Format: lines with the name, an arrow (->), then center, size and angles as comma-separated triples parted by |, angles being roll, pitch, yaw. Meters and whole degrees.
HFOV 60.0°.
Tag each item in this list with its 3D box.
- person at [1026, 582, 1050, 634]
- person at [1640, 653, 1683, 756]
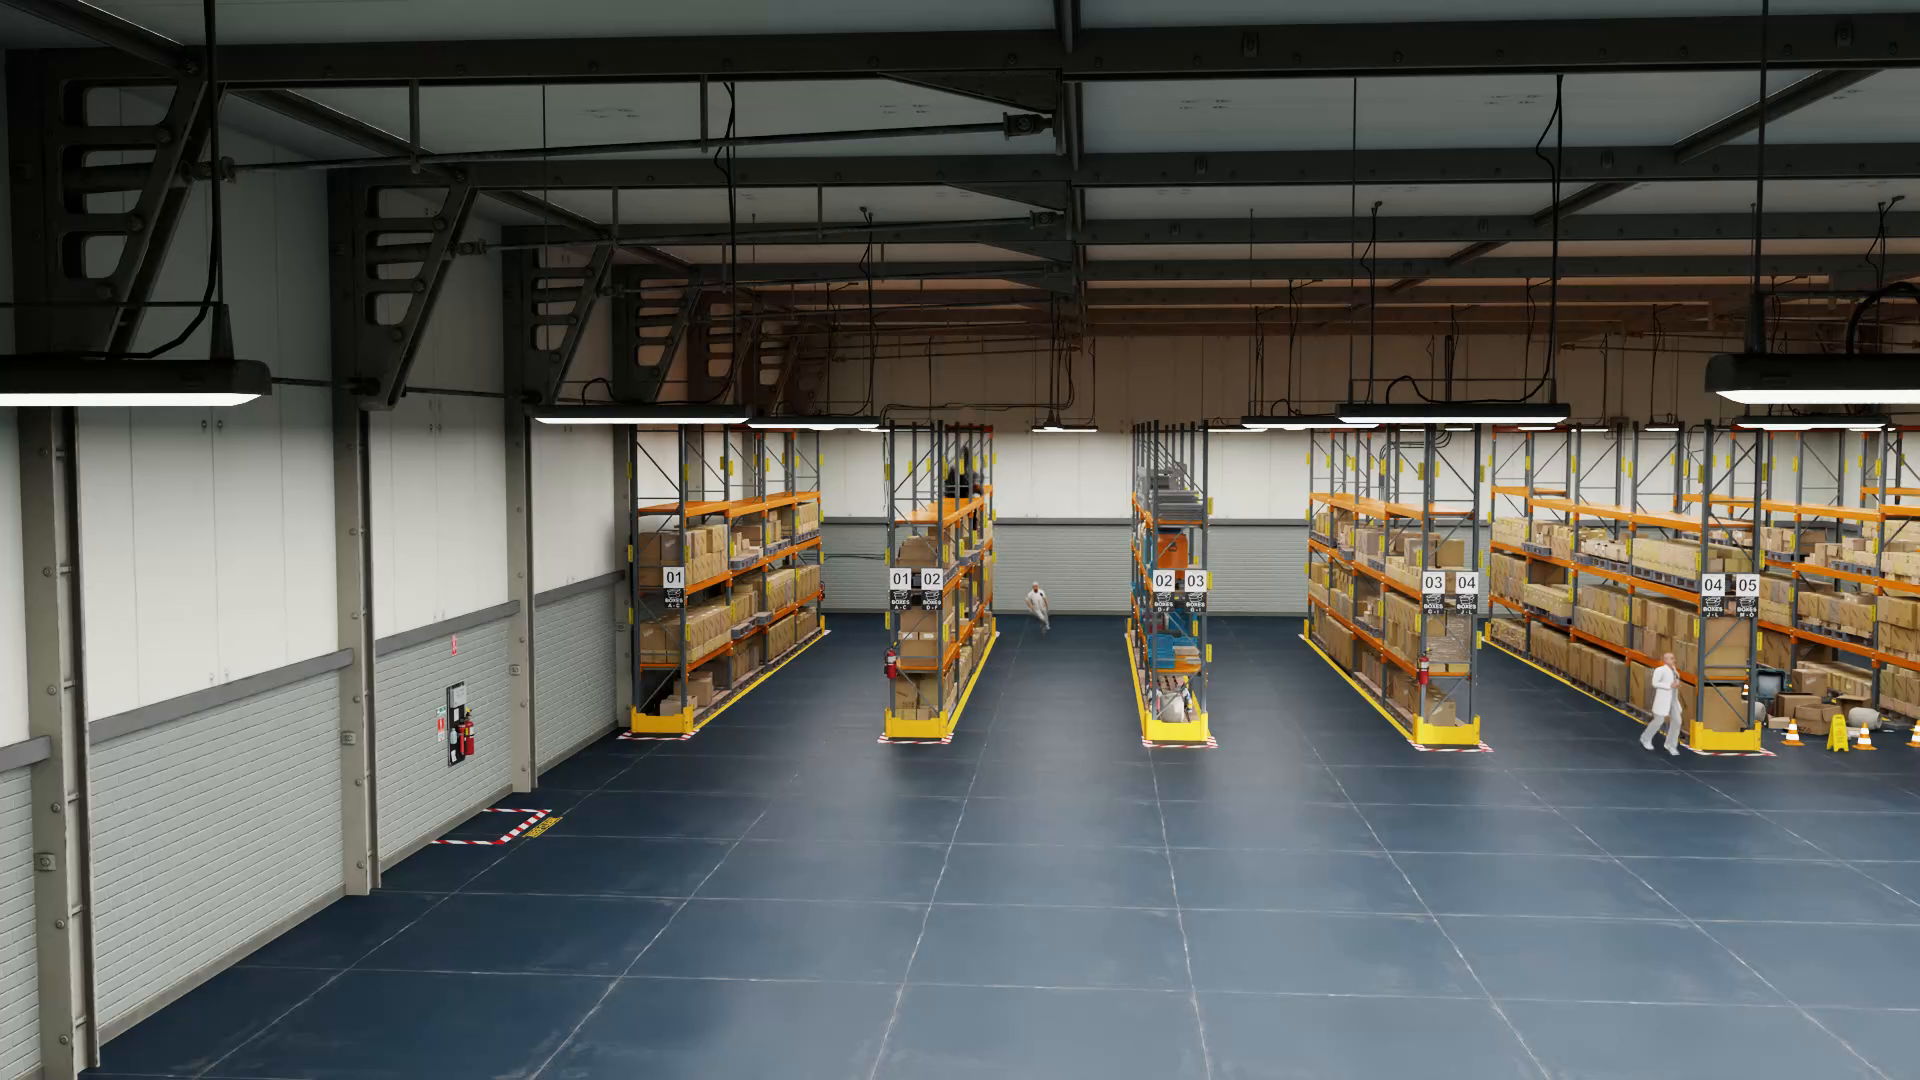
person -> 2.197, 1.930, 46.837 | 0.668, 1.503, 0.851 | -1, 4, -14
person -> 12.684, 2.950, 29.977 | 0.721, 1.858, 0.805 | -2, 4, -28
